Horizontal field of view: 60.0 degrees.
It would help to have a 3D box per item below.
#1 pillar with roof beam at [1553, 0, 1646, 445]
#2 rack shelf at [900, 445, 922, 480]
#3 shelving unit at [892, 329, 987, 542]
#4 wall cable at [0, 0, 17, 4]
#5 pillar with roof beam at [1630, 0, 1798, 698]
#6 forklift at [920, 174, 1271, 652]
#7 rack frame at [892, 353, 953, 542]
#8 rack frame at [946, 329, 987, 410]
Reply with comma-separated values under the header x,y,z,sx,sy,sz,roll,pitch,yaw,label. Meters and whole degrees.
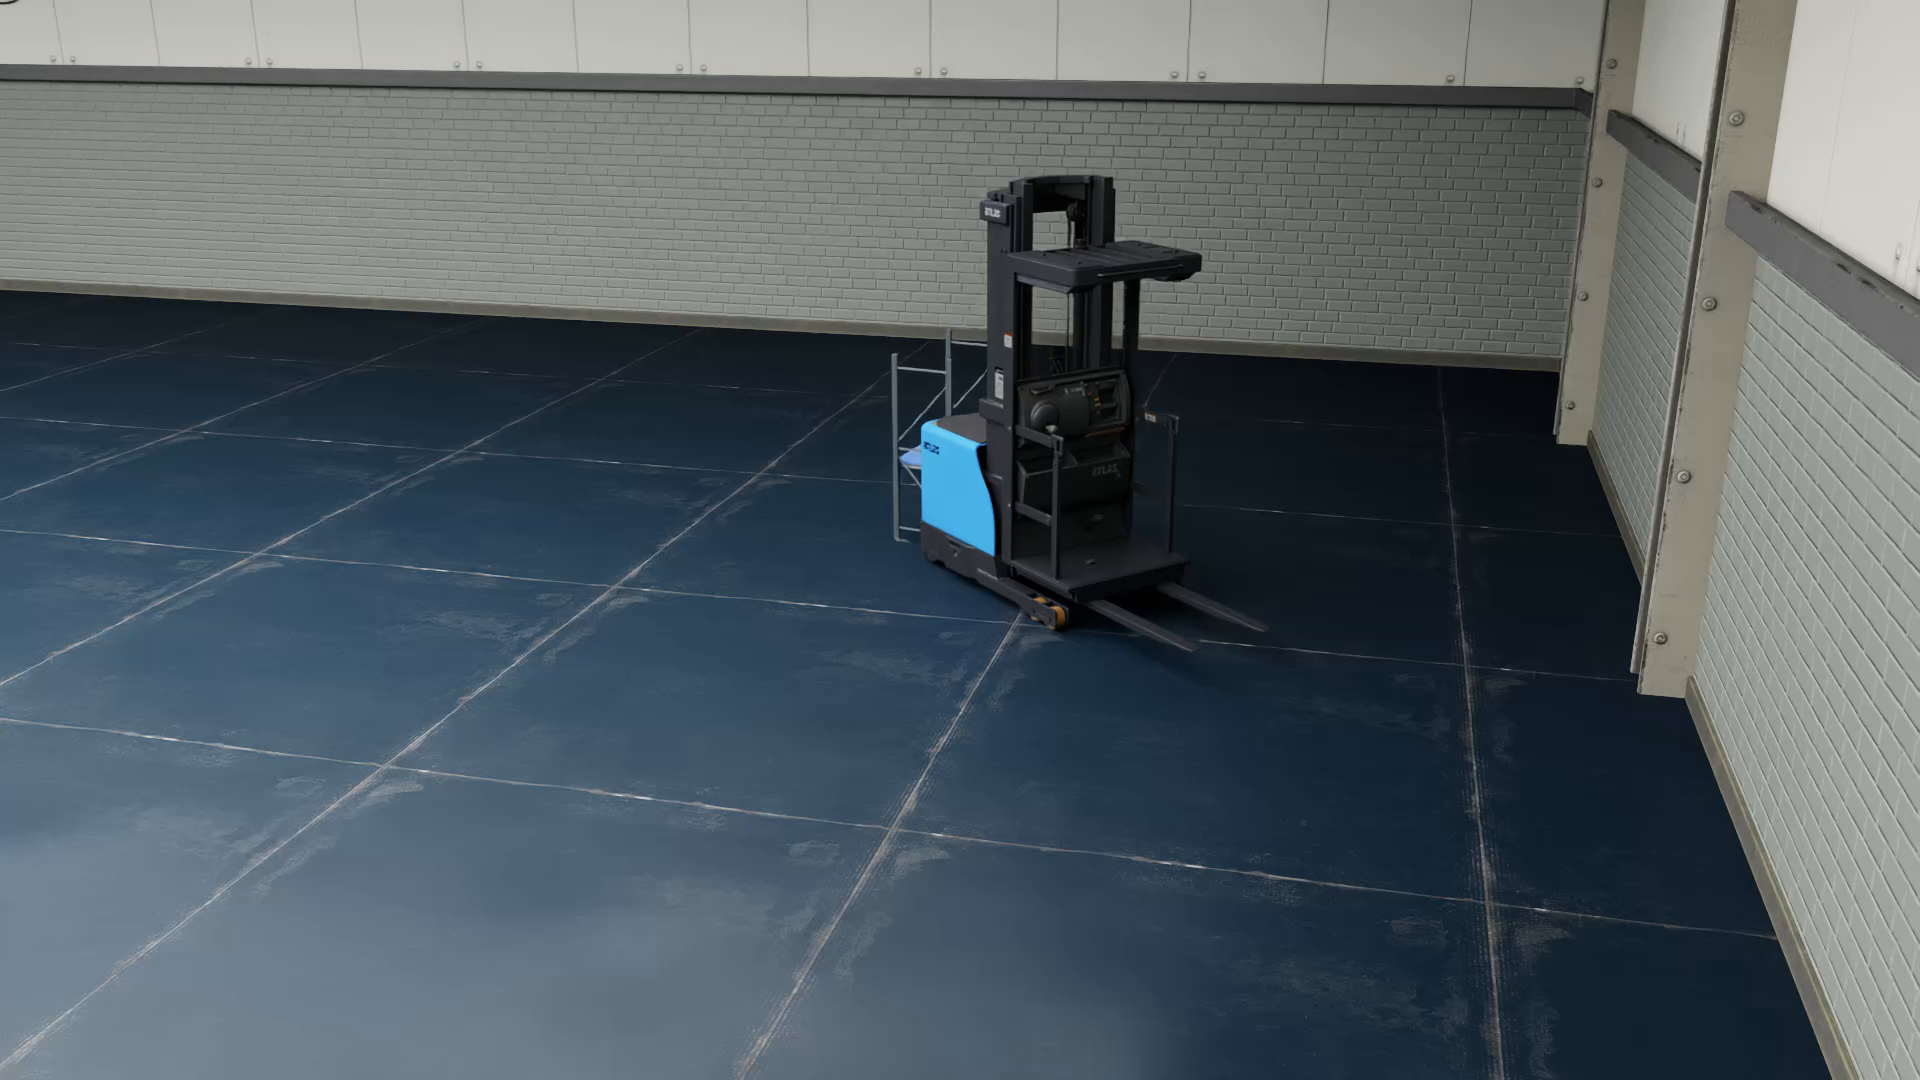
x,y,z,sx,sy,sz,roll,pitch,yaw,label
1.722,-5.570,15.572,9.100,9.000,0.400,5,19,13,pillar with roof beam
-0.084,-0.664,13.367,0.538,0.185,1.000,8,20,22,rack shelf
-0.084,-0.834,13.309,0.538,1.500,1.048,8,20,22,shelving unit
-13.445,-9.391,21.498,2.305,6.003,0.169,5,19,13,wall cable
0.256,-3.689,10.066,9.100,9.000,0.400,5,19,13,pillar with roof beam
0.917,-0.945,11.419,1.130,2.935,3.031,-12,22,-31,forklift
-0.287,-0.684,12.868,0.500,1.500,0.032,8,20,22,rack frame
0.119,-0.985,13.750,0.500,1.500,0.032,8,20,22,rack frame
